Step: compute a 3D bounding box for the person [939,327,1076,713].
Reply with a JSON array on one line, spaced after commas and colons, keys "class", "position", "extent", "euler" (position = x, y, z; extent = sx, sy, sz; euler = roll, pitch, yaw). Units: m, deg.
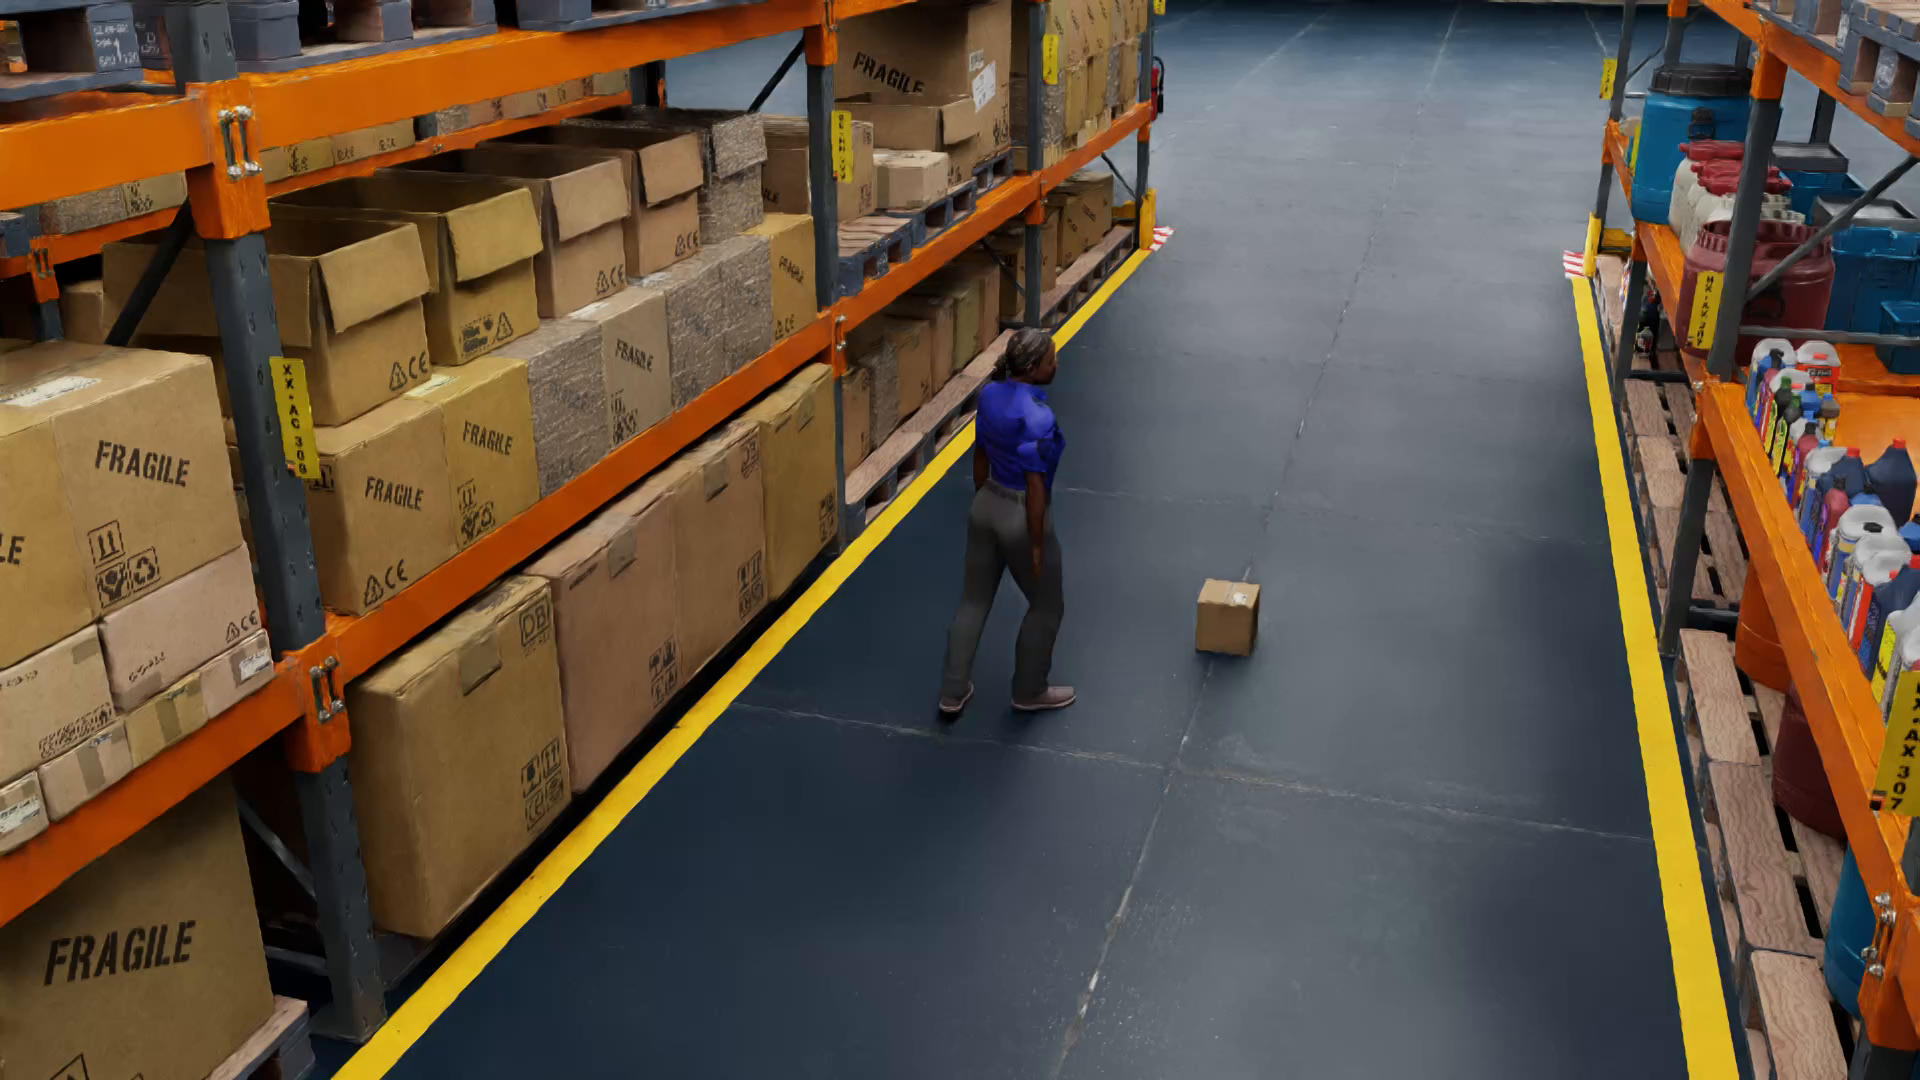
[{"class": "person", "position": [0.190, -0.060, 6.746], "extent": [0.568, 1.651, 0.486], "euler": [-17, 28, -36]}]
